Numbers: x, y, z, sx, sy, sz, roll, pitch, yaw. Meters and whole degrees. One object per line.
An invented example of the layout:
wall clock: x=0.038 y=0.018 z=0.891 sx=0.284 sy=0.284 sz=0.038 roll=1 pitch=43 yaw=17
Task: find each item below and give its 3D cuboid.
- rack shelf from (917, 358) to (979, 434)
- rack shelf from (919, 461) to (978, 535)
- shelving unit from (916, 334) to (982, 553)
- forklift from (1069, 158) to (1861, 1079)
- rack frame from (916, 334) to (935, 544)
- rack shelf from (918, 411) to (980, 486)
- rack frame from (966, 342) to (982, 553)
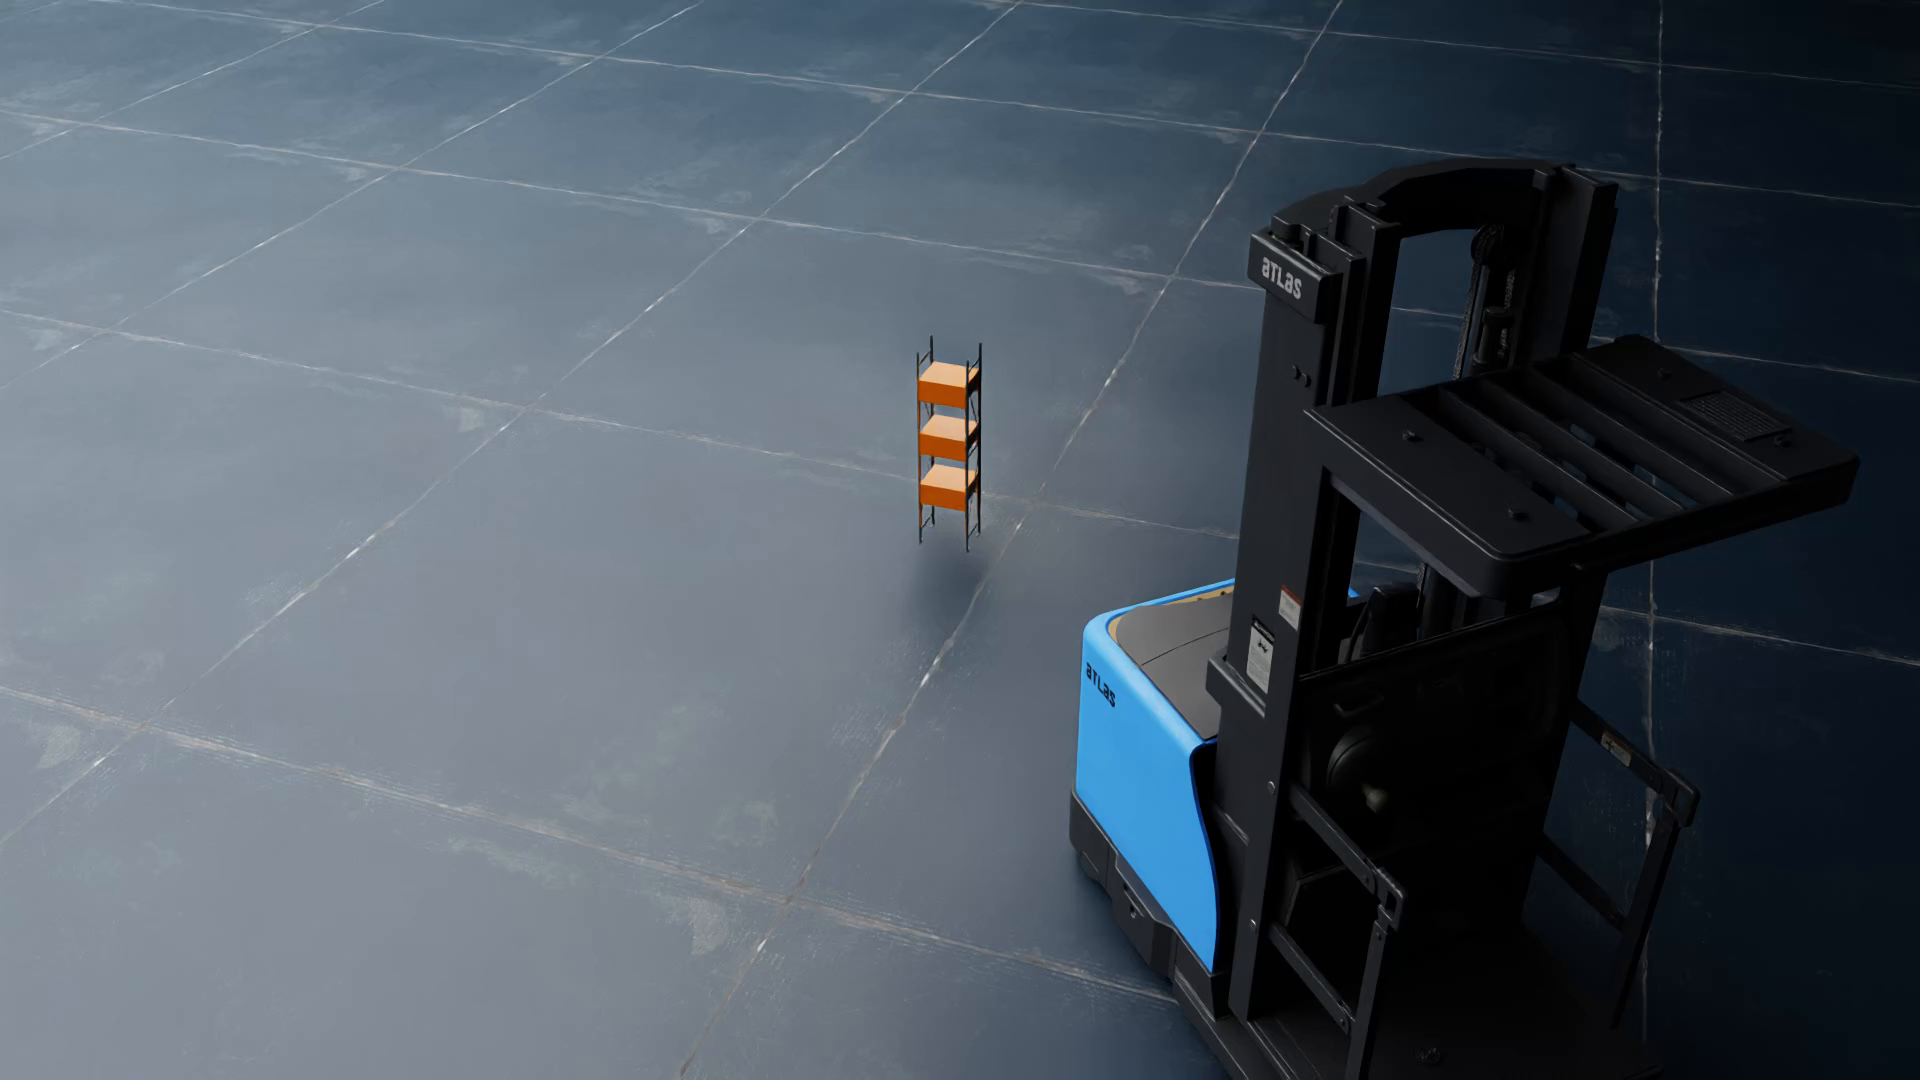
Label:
rack shelf: x=-0.050 y=-0.680 z=7.832 sx=0.240 sy=0.259 sz=0.215 roll=11 pitch=34 yaw=16
rack shelf: x=-0.050 y=-0.208 z=8.137 sx=0.240 sy=0.259 sz=0.215 roll=11 pitch=34 yaw=16
shelving unit: x=-0.050 y=-0.451 z=7.980 sx=0.252 sy=1.050 sz=0.215 roll=11 pitch=34 yaw=16
forklift: x=1.479 y=0.567 z=4.669 sx=1.130 sy=2.935 sz=3.031 roll=-14 pitch=35 yaw=-20
rack frame: x=-0.165 y=-0.473 z=8.015 sx=0.008 sy=1.050 sz=0.200 roll=11 pitch=34 yaw=16
rack shelf: x=-0.050 y=-0.442 z=7.986 sx=0.240 sy=0.259 sz=0.215 roll=11 pitch=34 yaw=16
rack frame: x=0.064 y=-0.429 z=7.946 sx=0.008 sy=1.050 sz=0.200 roll=11 pitch=34 yaw=16
